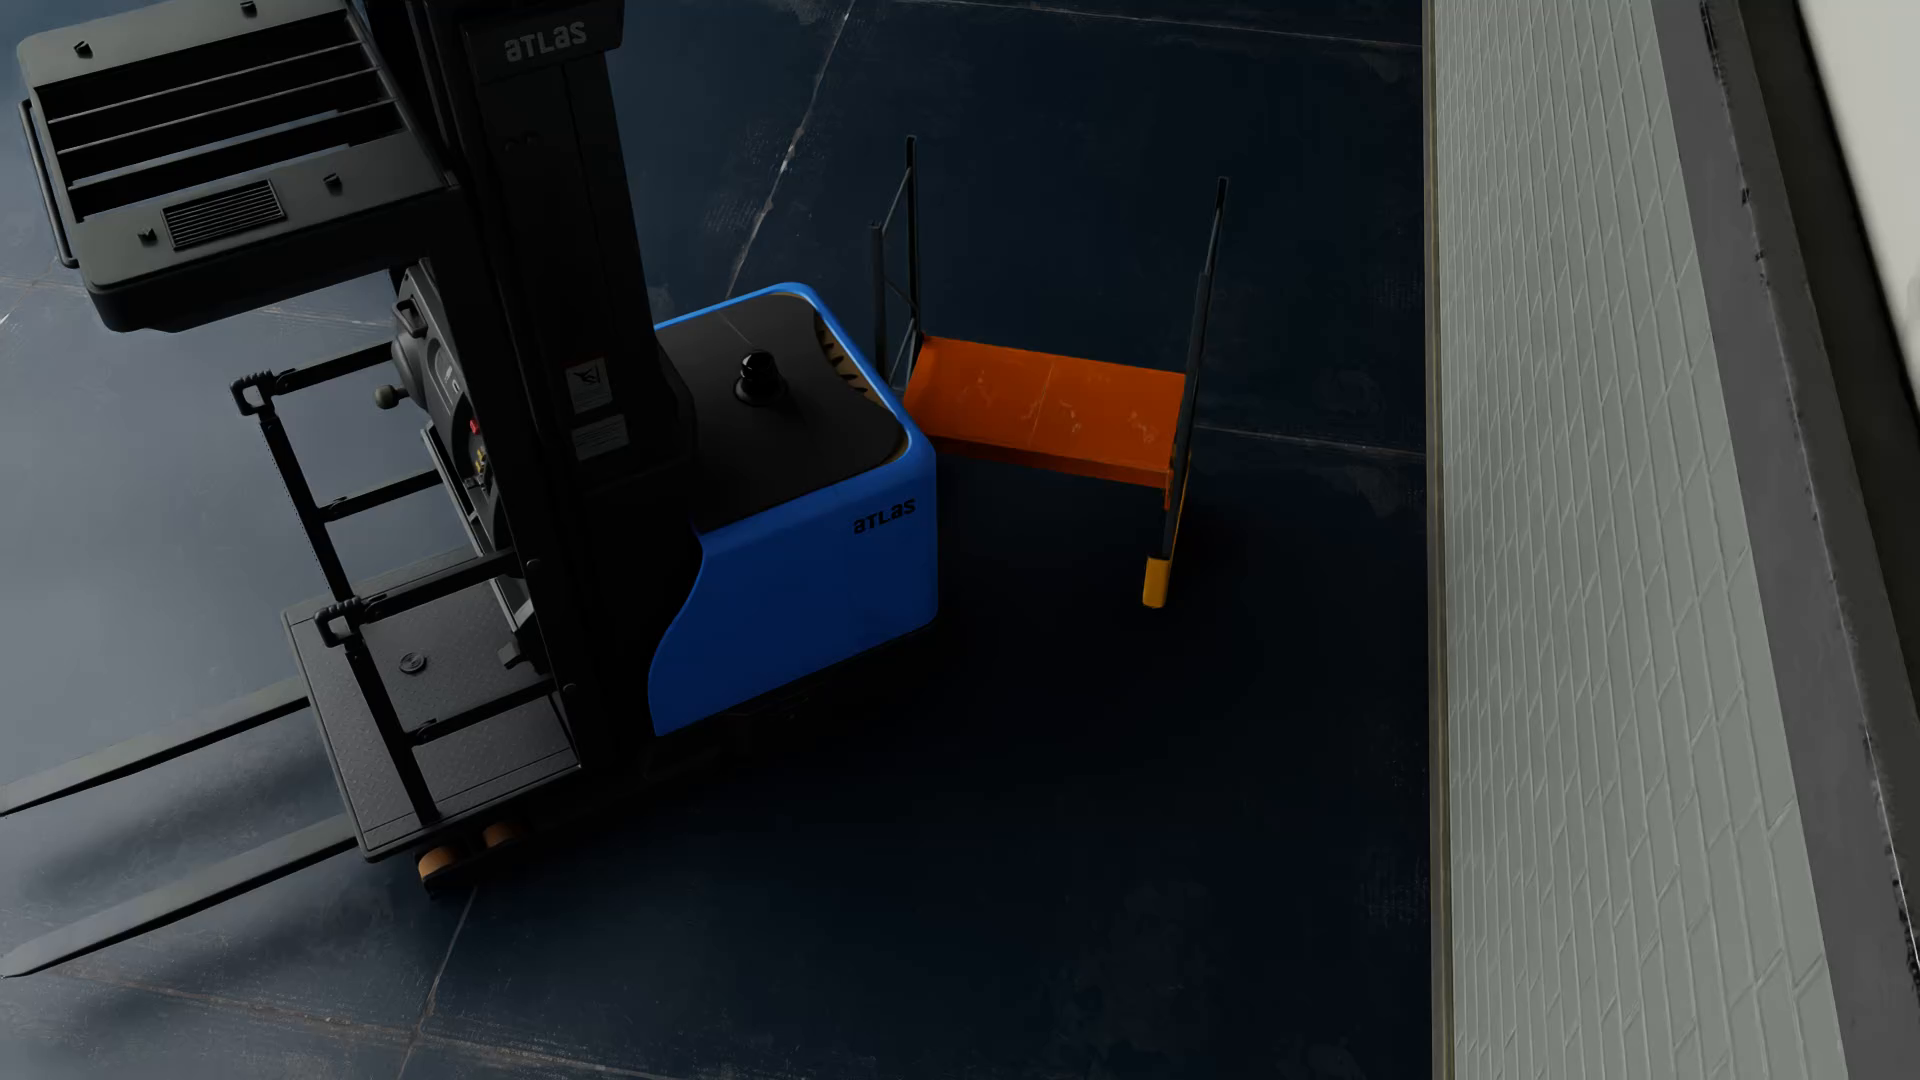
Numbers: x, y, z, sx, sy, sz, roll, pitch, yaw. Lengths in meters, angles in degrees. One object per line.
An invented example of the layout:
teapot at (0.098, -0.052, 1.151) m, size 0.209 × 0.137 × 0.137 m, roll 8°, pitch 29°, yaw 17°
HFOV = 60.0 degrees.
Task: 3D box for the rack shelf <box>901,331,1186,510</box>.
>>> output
rack shelf at (0.287, -0.432, 5.872) m, size 1.000 × 0.185 × 0.538 m, roll 10°, pitch 49°, yaw 8°

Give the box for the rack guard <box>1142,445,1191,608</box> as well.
rack guard at (0.763, -0.054, 6.131) m, size 0.087 × 0.250 × 0.587 m, roll 10°, pitch 49°, yaw 8°

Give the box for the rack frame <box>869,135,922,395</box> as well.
rack frame at (-0.209, -0.635, 5.813) m, size 0.032 × 1.500 × 0.500 m, roll 10°, pitch 49°, yaw 8°

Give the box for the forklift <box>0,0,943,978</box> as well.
forklift at (-1.602, -0.318, 4.565) m, size 3.031 × 2.935 × 1.130 m, roll -22°, pitch 52°, yaw -19°

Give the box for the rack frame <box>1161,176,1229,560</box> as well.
rack frame at (0.782, -0.469, 5.663) m, size 0.032 × 1.500 × 0.500 m, roll 10°, pitch 49°, yaw 8°

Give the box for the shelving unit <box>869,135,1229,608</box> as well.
shelving unit at (0.278, -0.554, 5.739) m, size 1.083 × 1.500 × 0.587 m, roll 10°, pitch 49°, yaw 8°
